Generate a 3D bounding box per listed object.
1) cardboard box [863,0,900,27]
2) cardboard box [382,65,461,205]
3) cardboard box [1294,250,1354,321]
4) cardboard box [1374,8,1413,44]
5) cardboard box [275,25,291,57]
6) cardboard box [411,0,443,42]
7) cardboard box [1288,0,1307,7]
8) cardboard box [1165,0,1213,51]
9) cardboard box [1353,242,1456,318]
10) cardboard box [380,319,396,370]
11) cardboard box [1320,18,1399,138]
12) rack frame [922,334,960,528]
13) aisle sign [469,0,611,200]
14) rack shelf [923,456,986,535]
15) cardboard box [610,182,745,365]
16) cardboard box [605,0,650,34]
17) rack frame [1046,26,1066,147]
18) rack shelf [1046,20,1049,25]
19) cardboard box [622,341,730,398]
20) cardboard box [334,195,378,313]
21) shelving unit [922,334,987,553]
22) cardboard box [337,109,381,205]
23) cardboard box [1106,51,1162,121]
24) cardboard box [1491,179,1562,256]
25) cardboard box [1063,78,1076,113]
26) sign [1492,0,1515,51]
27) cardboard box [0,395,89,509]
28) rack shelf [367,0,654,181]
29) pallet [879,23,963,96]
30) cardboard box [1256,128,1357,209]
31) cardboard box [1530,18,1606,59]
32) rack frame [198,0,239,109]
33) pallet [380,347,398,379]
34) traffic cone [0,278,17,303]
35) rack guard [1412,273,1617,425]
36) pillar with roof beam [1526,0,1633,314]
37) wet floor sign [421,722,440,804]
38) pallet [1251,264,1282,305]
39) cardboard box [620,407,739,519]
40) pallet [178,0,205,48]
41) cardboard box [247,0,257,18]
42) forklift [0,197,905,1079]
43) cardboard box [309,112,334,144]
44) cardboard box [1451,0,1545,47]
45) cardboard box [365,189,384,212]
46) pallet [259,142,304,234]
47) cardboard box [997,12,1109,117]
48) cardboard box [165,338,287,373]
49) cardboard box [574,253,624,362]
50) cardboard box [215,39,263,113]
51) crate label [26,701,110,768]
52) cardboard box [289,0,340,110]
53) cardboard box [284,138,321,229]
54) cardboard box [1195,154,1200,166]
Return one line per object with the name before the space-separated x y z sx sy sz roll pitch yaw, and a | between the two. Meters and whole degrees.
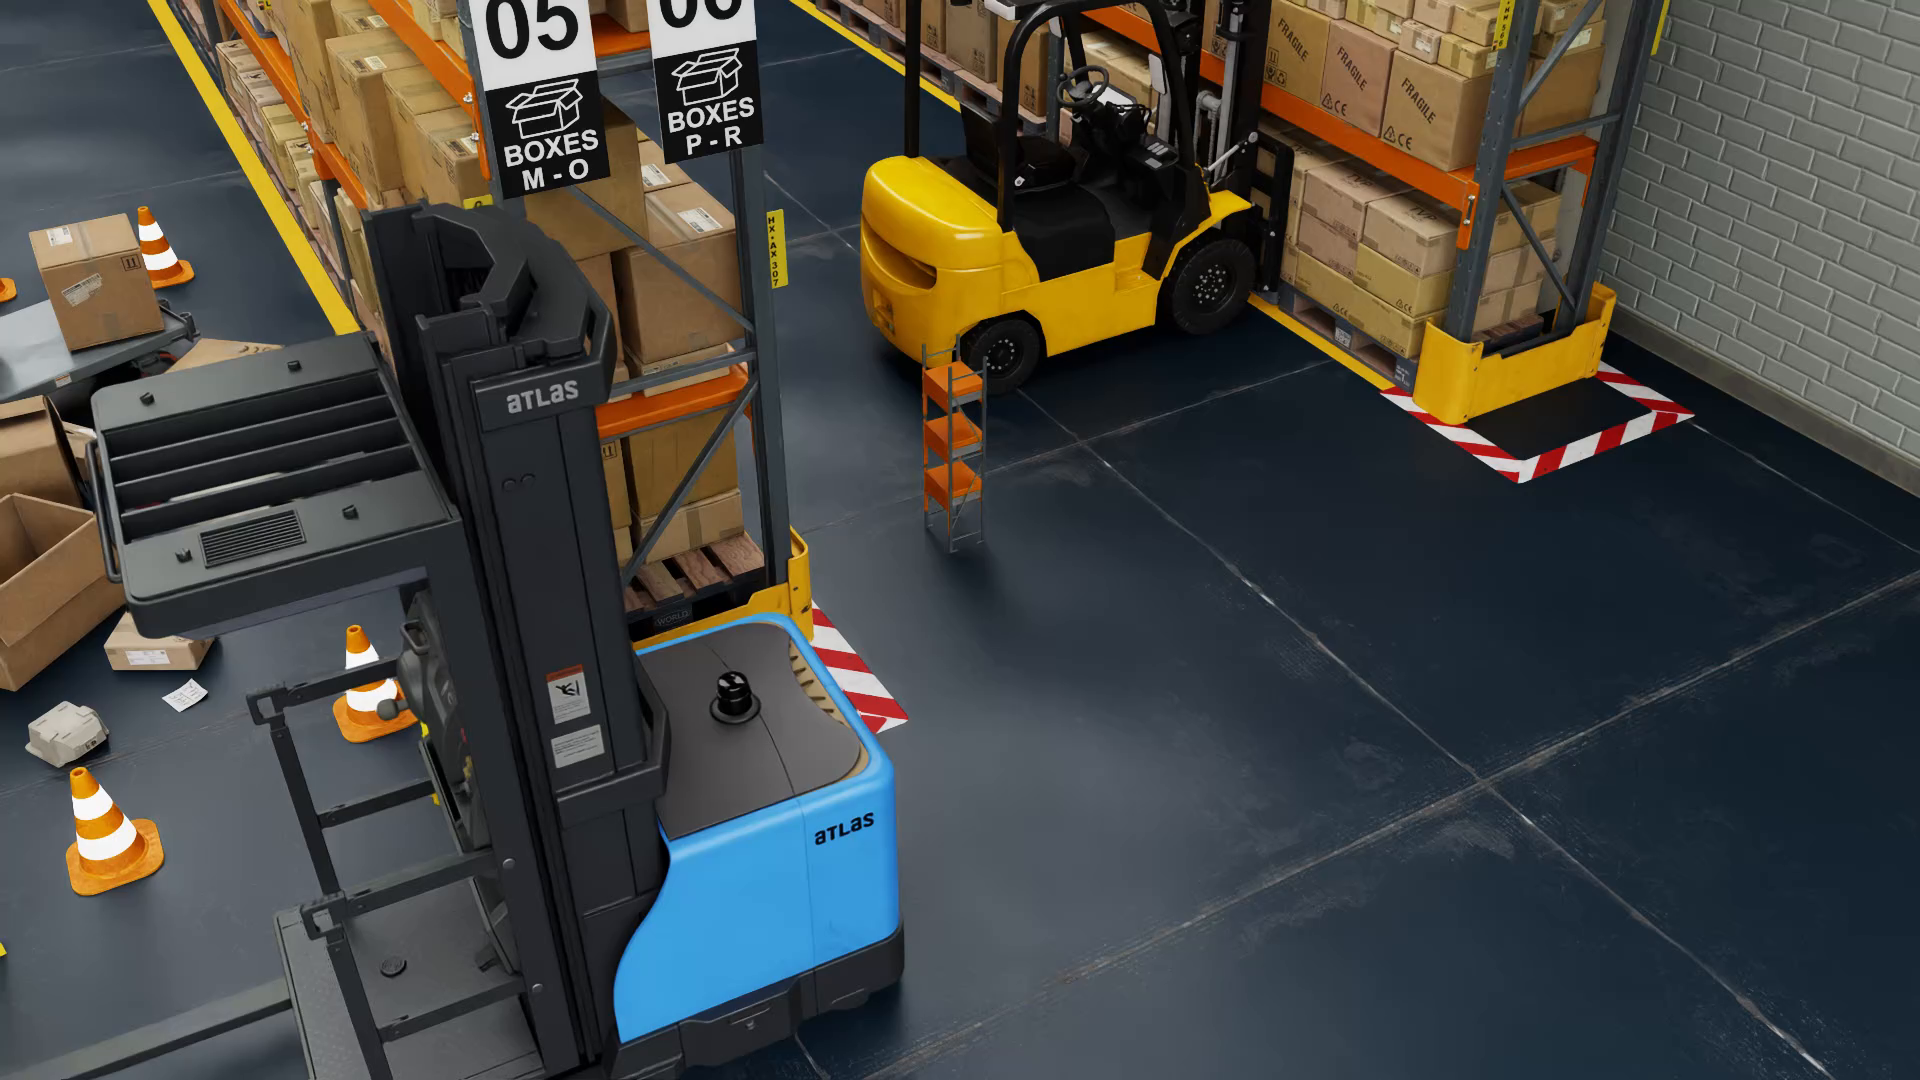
cardboard box | -0.293 -4.738 13.851 0.875 0.625 0.625 -18 40 -22
cardboard box | -1.894 -1.648 6.779 0.700 0.500 0.500 -19 40 -24
cardboard box | 2.339 -1.562 9.821 0.500 0.250 0.500 -19 40 -24
cardboard box | 2.441 -2.769 8.863 0.380 0.149 0.250 -18 40 -23
cardboard box | -3.707 -2.916 9.557 0.380 0.149 0.250 -18 40 -23
cardboard box | -1.775 -1.954 6.052 0.380 0.149 0.250 -19 40 -24
cardboard box | 2.007 -3.144 9.376 0.380 0.149 0.250 -19 40 -24
cardboard box | 1.608 -3.359 10.220 0.500 0.500 0.500 -19 40 -24
cardboard box | 2.575 -1.517 9.335 0.500 0.250 0.500 -19 40 -24
cardboard box | -2.869 -1.077 9.157 0.500 0.250 0.500 -17 39 -21
cardboard box | 2.362 -2.581 9.156 0.500 0.500 0.500 -18 40 -23
rack frame | -0.088 -0.513 8.063 0.200 1.050 0.008 -19 40 -24
aisle sign | -1.420 -1.560 5.639 0.394 0.787 0.004 -19 40 -24
rack shelf | -0.027 -0.218 8.148 0.215 0.259 0.240 -19 40 -24
cardboard box | -1.199 -1.112 6.892 0.500 0.500 0.500 -20 40 -25
cardboard box | -1.086 -2.003 6.119 0.380 0.149 0.250 -19 40 -24
rack frame | 1.080 -4.140 11.376 1.000 3.000 0.127 -19 40 -24
rack shelf | 0.075 -4.870 12.984 1.077 0.370 4.000 -19 40 -24
cardboard box | -1.192 -0.761 6.962 0.380 0.149 0.250 -19 40 -24
cardboard box | -3.147 -1.649 9.304 0.500 0.500 0.500 -17 39 -22
shelving unit | -0.027 -0.451 7.978 0.215 1.050 0.252 -19 40 -24
cardboard box | -2.717 -2.012 8.125 0.500 0.500 0.500 -19 40 -24
cardboard box | 1.300 -3.000 10.942 0.500 0.250 0.500 -19 40 -24
cardboard box | 3.012 -1.865 9.387 0.500 0.250 0.500 -20 40 -25
cardboard box | 1.056 -3.063 11.452 0.500 0.250 0.500 -19 40 -24
sign | 2.613 -2.510 7.961 0.100 0.325 0.005 -19 40 -24
cardboard box | -4.749 -0.294 8.111 0.797 0.637 0.503 -19 40 -24
rack shelf | -2.205 -2.569 7.290 1.077 0.370 4.000 -19 40 -24
pallet | 0.059 -4.001 13.550 1.003 0.211 1.213 -19 40 -24
cardboard box | 2.065 -2.219 9.872 0.500 0.250 0.500 -18 40 -23
cardboard box | 3.143 -2.653 8.704 0.380 0.149 0.250 -20 41 -25
rack frame | -5.220 -4.708 12.152 1.000 3.000 0.127 -19 40 -24
pallet | -2.842 -1.210 9.727 1.003 0.211 1.213 -19 40 -24
traffic cone | -6.054 -1.712 10.202 0.336 0.463 0.334 -19 40 -24
rack guard | 3.101 -1.079 9.303 1.175 0.500 0.348 -19 40 -24
pillar with roof beam | -0.203 -3.870 5.919 9.100 9.000 0.400 -19 40 -24
wet floor sign | -2.030 0.737 6.694 0.267 0.644 0.232 -6 37 -8
pallet | 2.060 -1.974 10.773 1.003 0.211 1.213 -19 40 -24
cardboard box | -1.379 -0.495 7.724 0.500 0.500 0.500 -20 41 -25
pallet | -6.160 -4.627 14.407 1.003 0.211 1.213 -19 40 -24
cardboard box | -4.116 -3.306 10.090 0.380 0.149 0.250 -19 40 -24
forklift | -1.750 0.576 4.977 3.031 2.935 1.130 -17 39 -22
cardboard box | -3.329 -2.311 9.083 0.380 0.149 0.250 -19 40 -24
cardboard box | 2.727 -2.643 8.439 0.380 0.149 0.250 -19 40 -24
cardboard box | -2.695 -1.655 8.186 0.380 0.149 0.250 -19 40 -24
pallet | -4.220 -2.561 11.578 1.003 0.211 1.213 -19 40 -24
cardboard box | 0.808 -3.614 12.312 0.875 0.625 0.625 -17 39 -22
cardboard box | -3.848 -0.710 8.796 0.500 0.500 0.500 6 37 8
cardboard box | -1.711 -0.983 6.716 0.500 0.500 0.500 -20 40 -25
cardboard box | -4.945 -3.525 12.405 0.950 0.372 0.625 -22 41 -27
crate label | -3.769 0.811 7.024 0.298 0.136 0.250 19 40 24
cardboard box | -2.710 -2.412 7.825 0.700 0.500 0.500 -20 41 -25
cardboard box | -3.840 -2.408 10.876 0.950 0.372 0.625 -16 39 -21
cardboard box | 1.806 -2.289 10.393 0.500 0.250 0.500 -19 40 -24
